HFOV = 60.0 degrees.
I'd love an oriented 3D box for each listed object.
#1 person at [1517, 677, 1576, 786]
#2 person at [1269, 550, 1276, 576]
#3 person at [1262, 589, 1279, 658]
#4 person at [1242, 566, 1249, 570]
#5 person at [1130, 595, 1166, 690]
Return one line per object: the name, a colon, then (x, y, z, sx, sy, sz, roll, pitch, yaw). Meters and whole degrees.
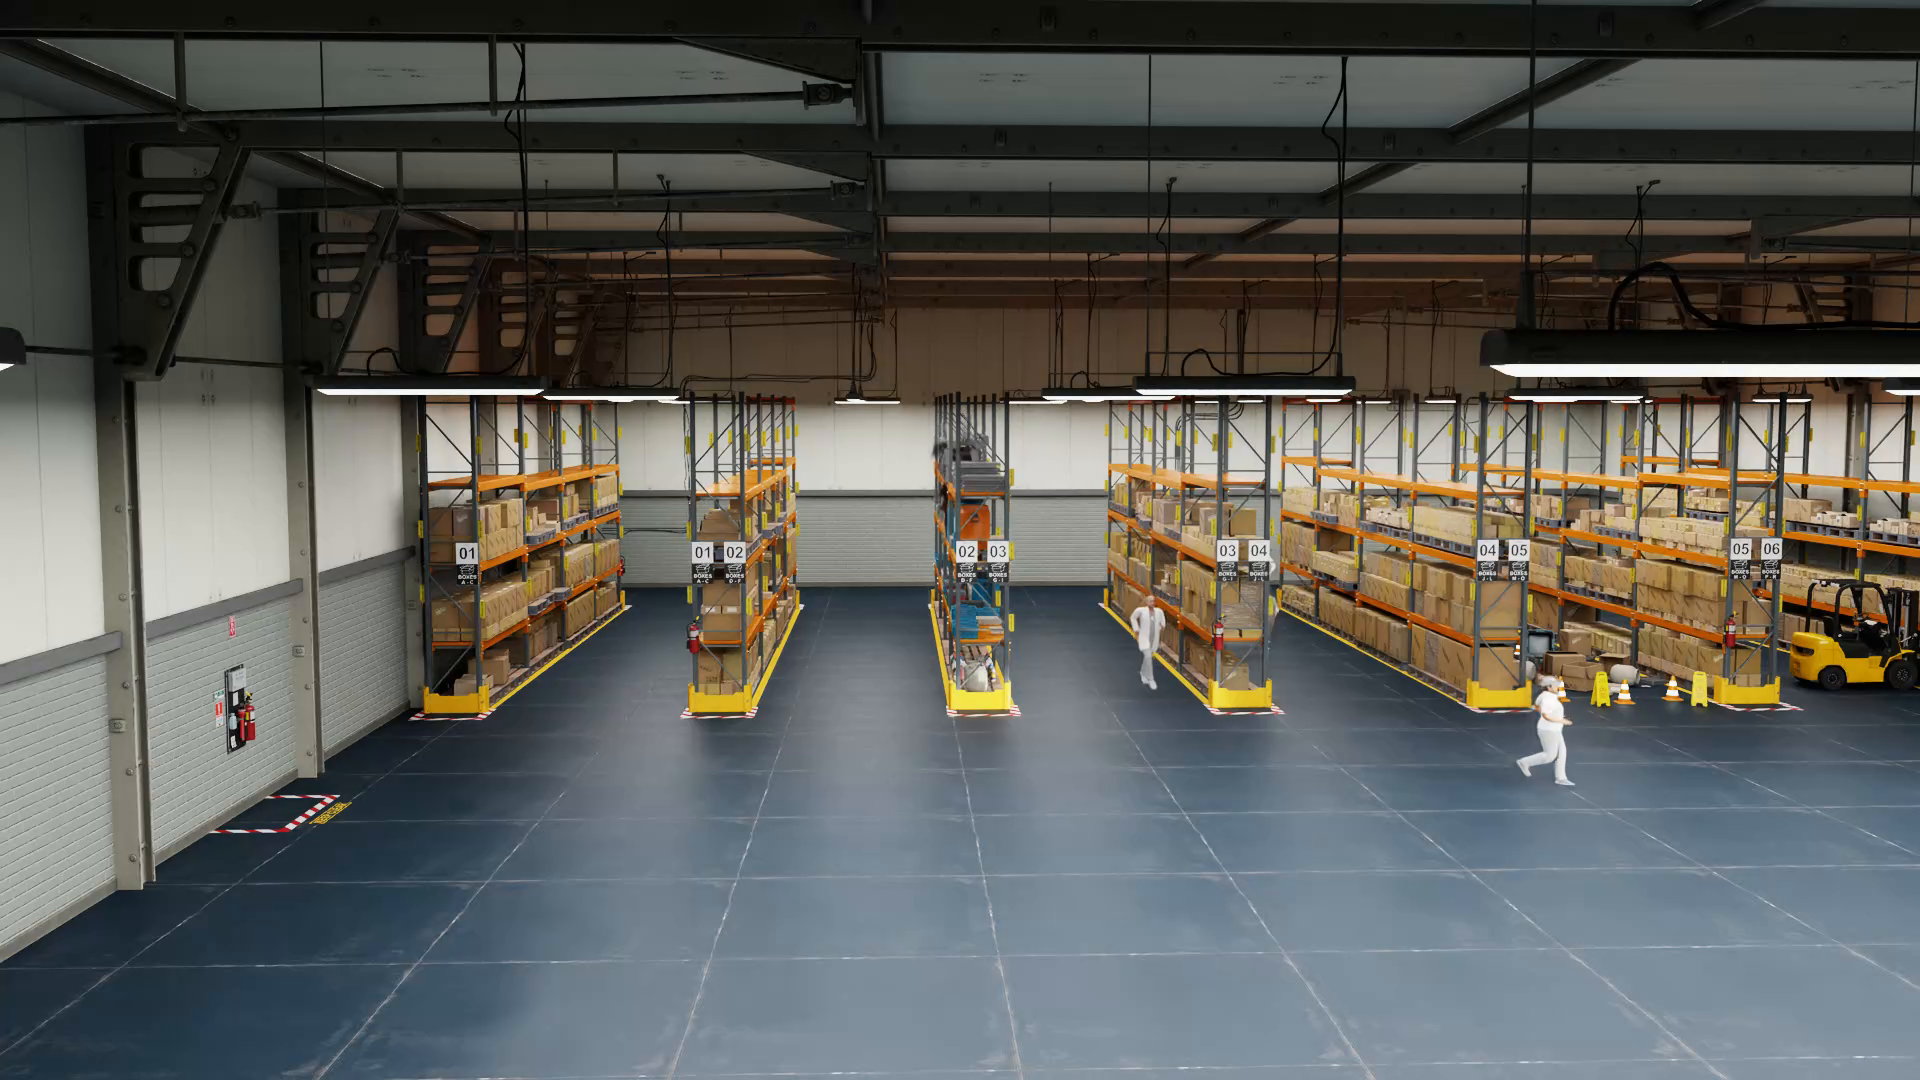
person: (8.883, 2.891, 25.139, 0.849, 1.658, 0.607, 2, 5, 21)
person: (8.795, 0.984, 49.029, 0.857, 1.613, 0.768, 0, 5, -2)
person: (7.048, 1.870, 38.217, 0.538, 1.607, 0.752, 0, 5, -2)
person: (8.127, 1.036, 47.986, 0.583, 1.694, 0.791, 4, 6, 43)
person: (3.724, 1.983, 32.852, 0.634, 1.805, 1.001, -1, 5, -17)
